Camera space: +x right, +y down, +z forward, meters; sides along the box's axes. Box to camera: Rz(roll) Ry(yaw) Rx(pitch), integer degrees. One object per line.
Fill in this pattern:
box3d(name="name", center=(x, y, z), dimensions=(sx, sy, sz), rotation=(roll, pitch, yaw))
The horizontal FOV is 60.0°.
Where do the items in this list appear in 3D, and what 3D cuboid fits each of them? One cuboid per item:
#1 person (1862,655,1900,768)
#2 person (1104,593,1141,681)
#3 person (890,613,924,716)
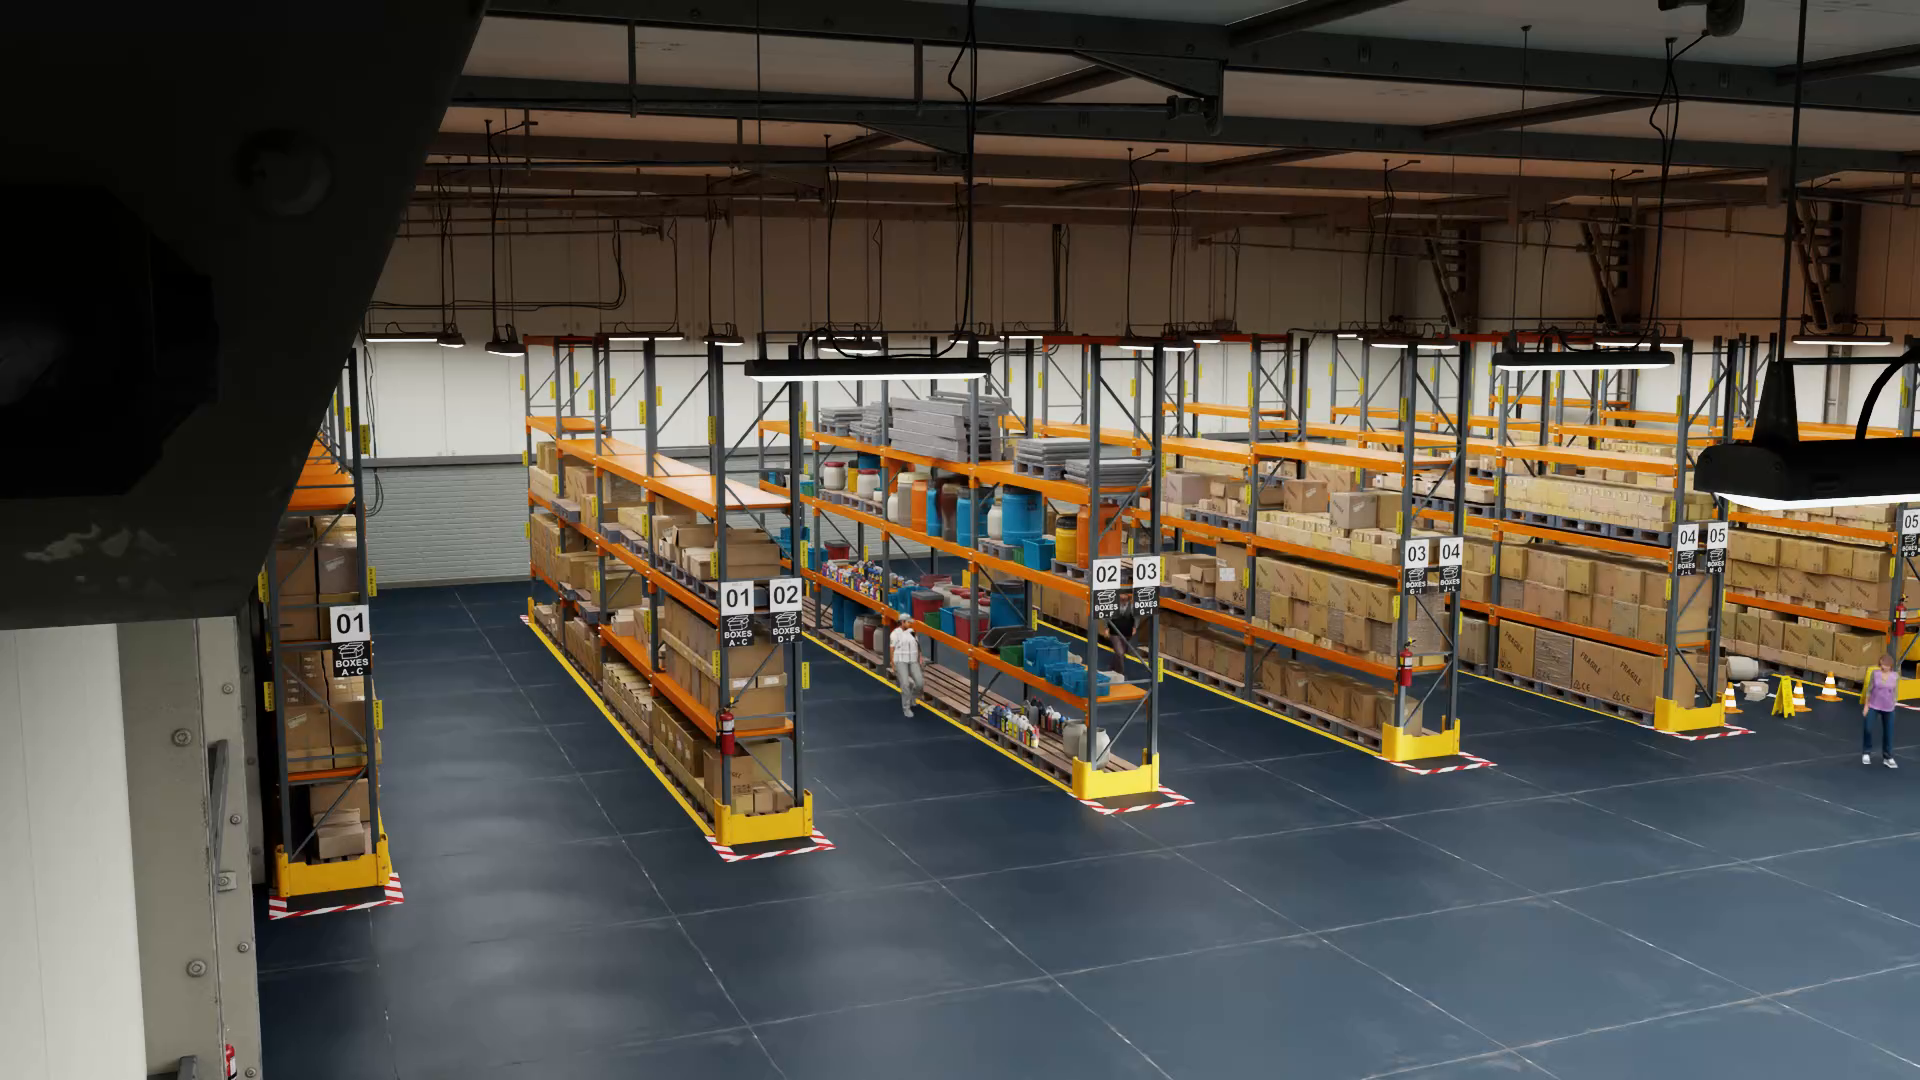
box3d(name="person", center=(13.044, 2.413, 23.537), dimensions=(0.469, 1.589, 0.332), rotation=(4, 9, 27))
box3d(name="person", center=(2.846, 1.670, 28.916), dimensions=(0.493, 1.700, 0.992), rotation=(-3, 8, -22))
box3d(name="person", center=(-0.829, 1.996, 26.806), dimensions=(0.520, 1.607, 0.595), rotation=(-4, 8, -25))
